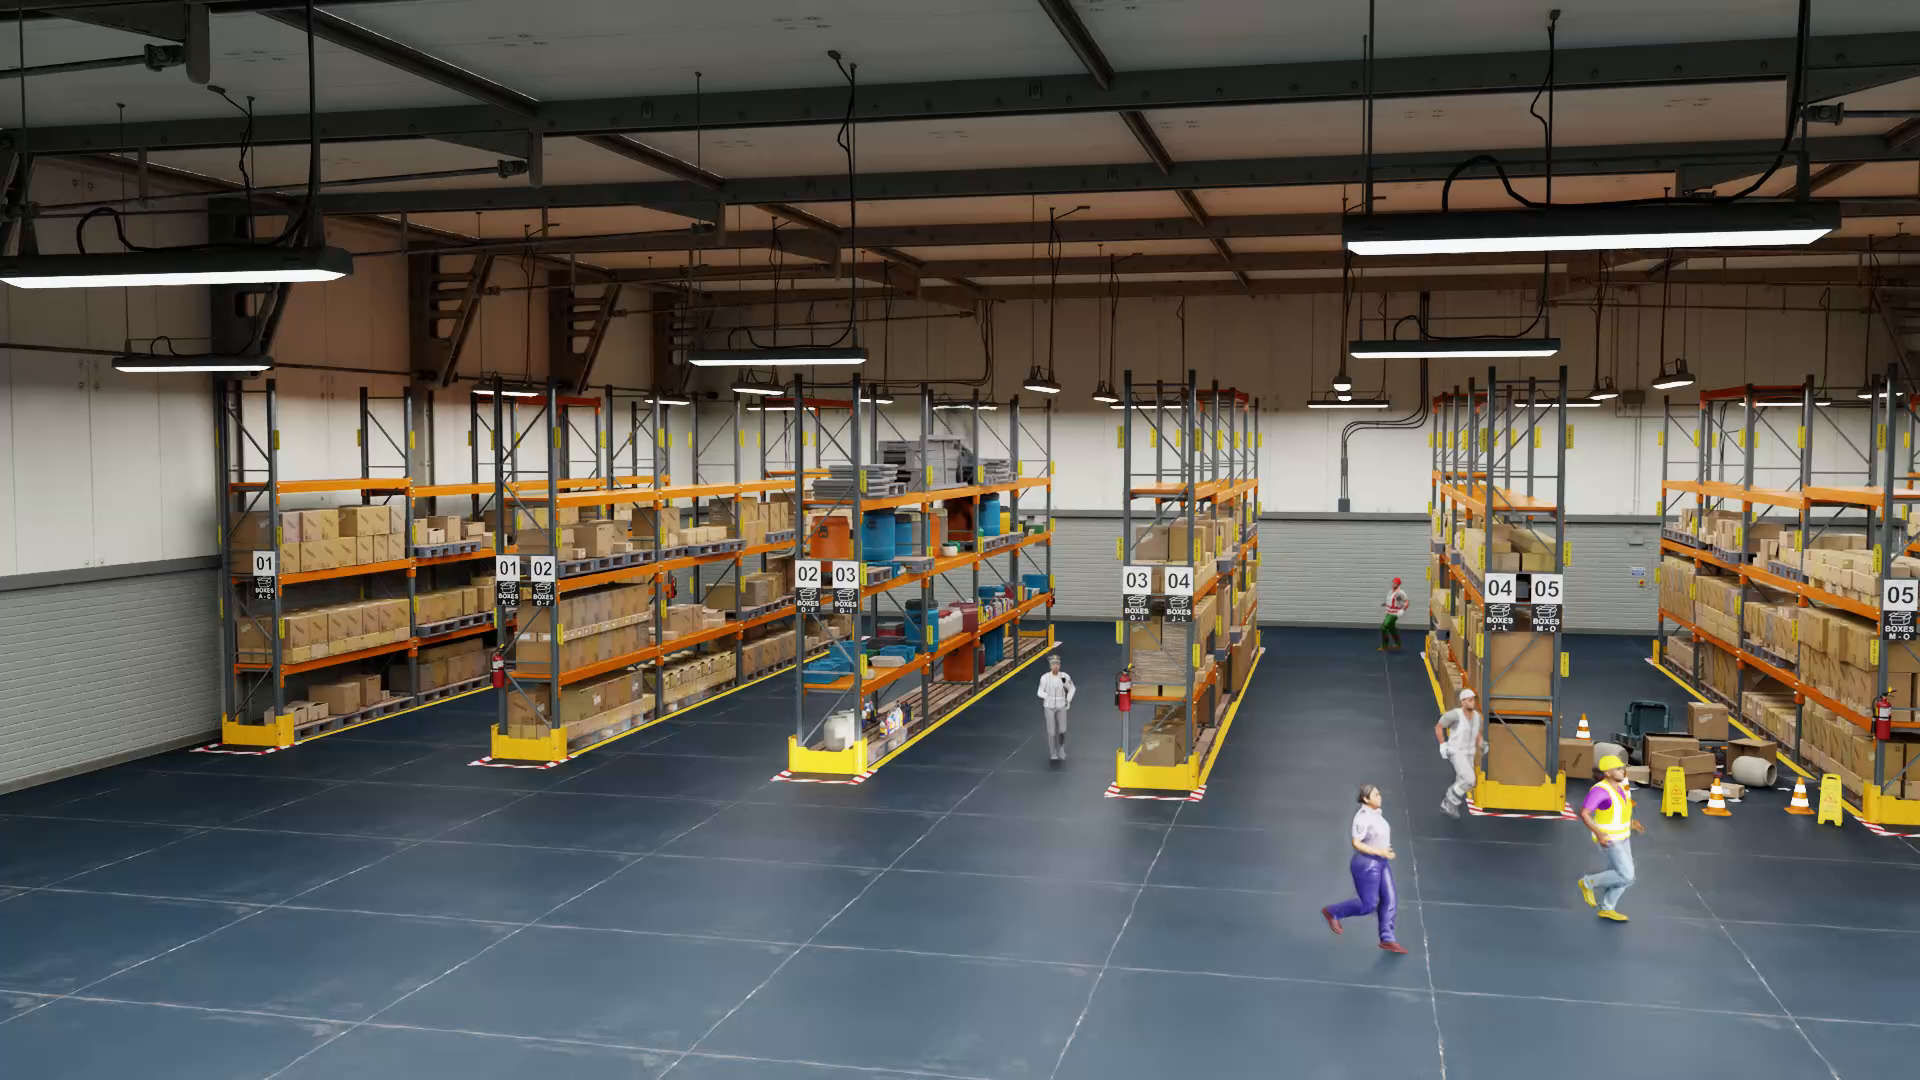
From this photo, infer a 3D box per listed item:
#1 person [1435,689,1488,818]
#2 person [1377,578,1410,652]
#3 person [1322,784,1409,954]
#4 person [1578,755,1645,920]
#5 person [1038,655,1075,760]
[{"bbox_3d":[6.628,2.807,21.885,0.585,1.712,0.731,-2,4,-29],"label":"person"},{"bbox_3d":[10.261,1.771,39.341,0.674,1.789,0.714,-1,4,-13],"label":"person"},{"bbox_3d":[4.008,3.221,16.355,0.849,1.617,0.607,2,4,34],"label":"person"},{"bbox_3d":[6.800,3.103,17.353,0.703,1.717,0.584,-3,5,-45],"label":"person"},{"bbox_3d":[1.500,2.614,25.814,0.591,1.650,0.599,0,3,2],"label":"person"}]
